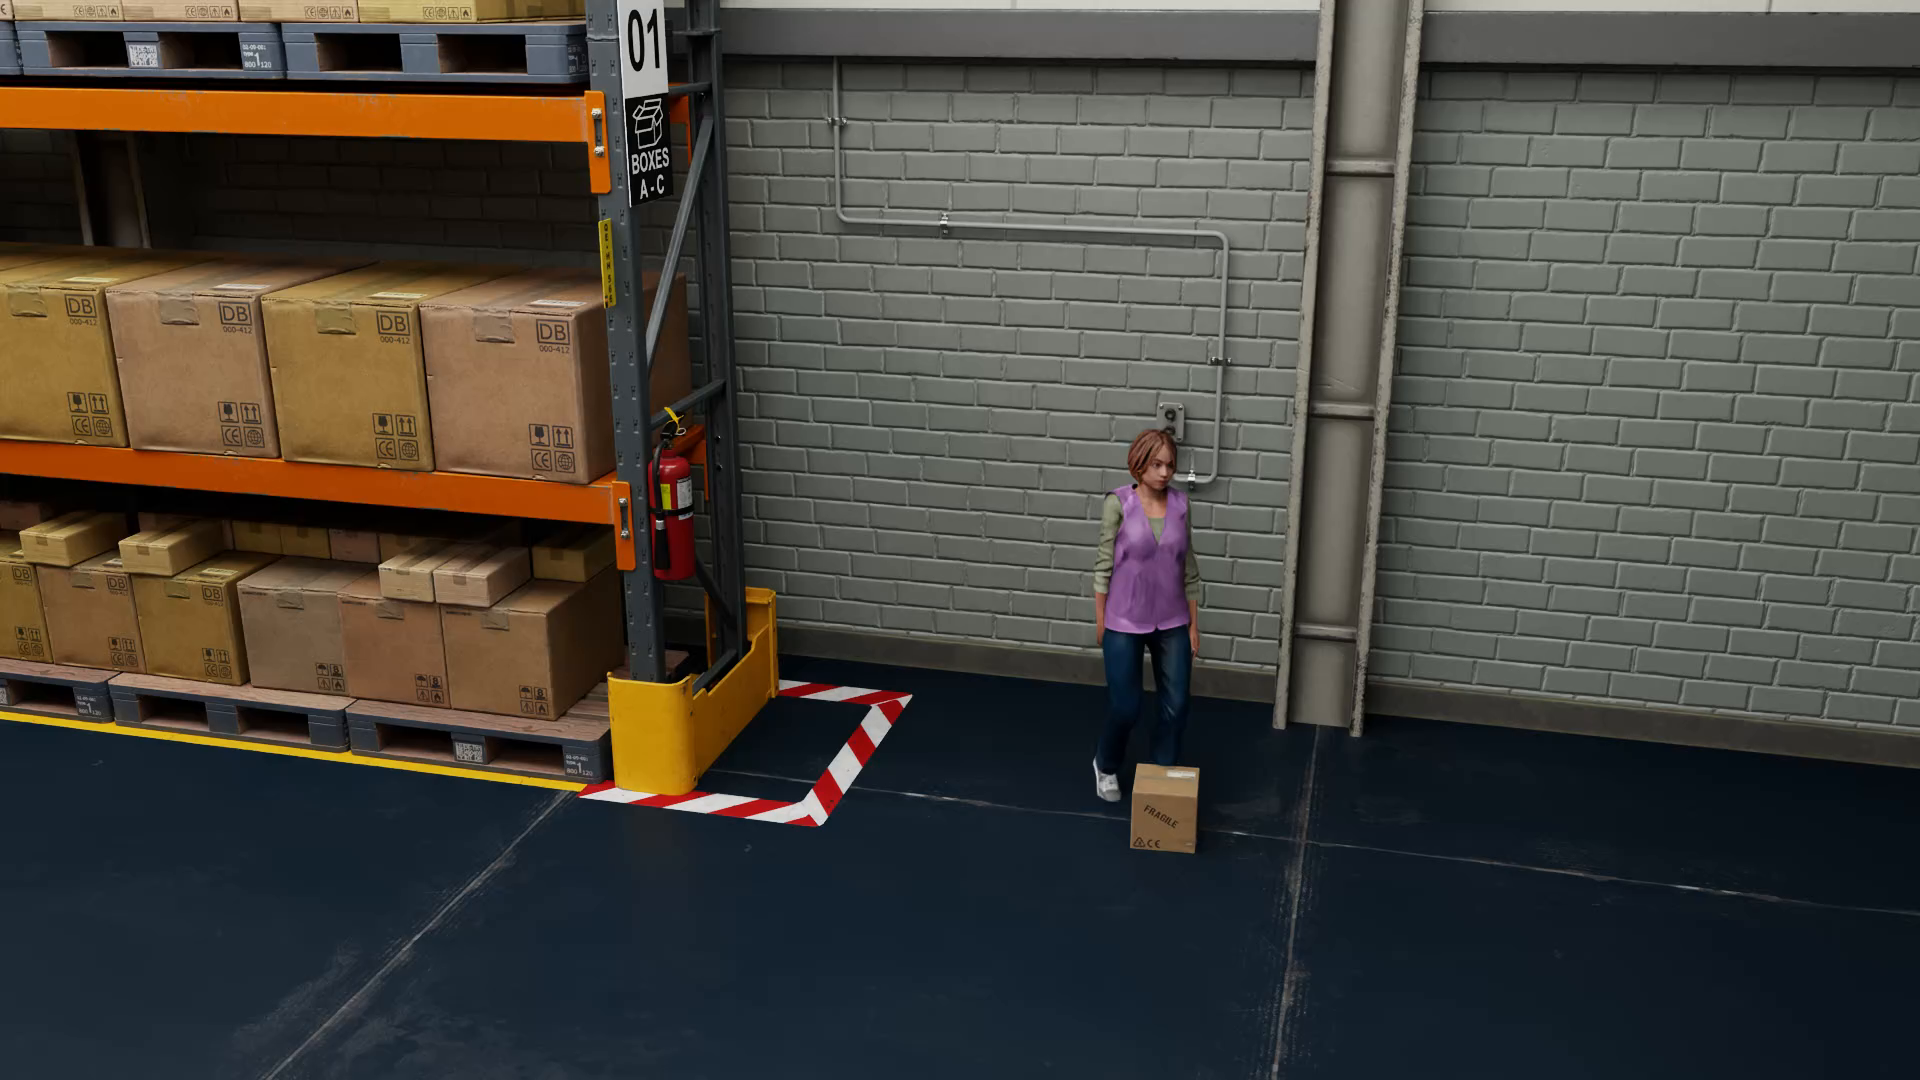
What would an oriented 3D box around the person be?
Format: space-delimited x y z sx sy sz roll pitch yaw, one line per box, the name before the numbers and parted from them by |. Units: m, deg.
person | 0.752 0.378 6.568 0.421 1.629 0.567 -4 19 -12
